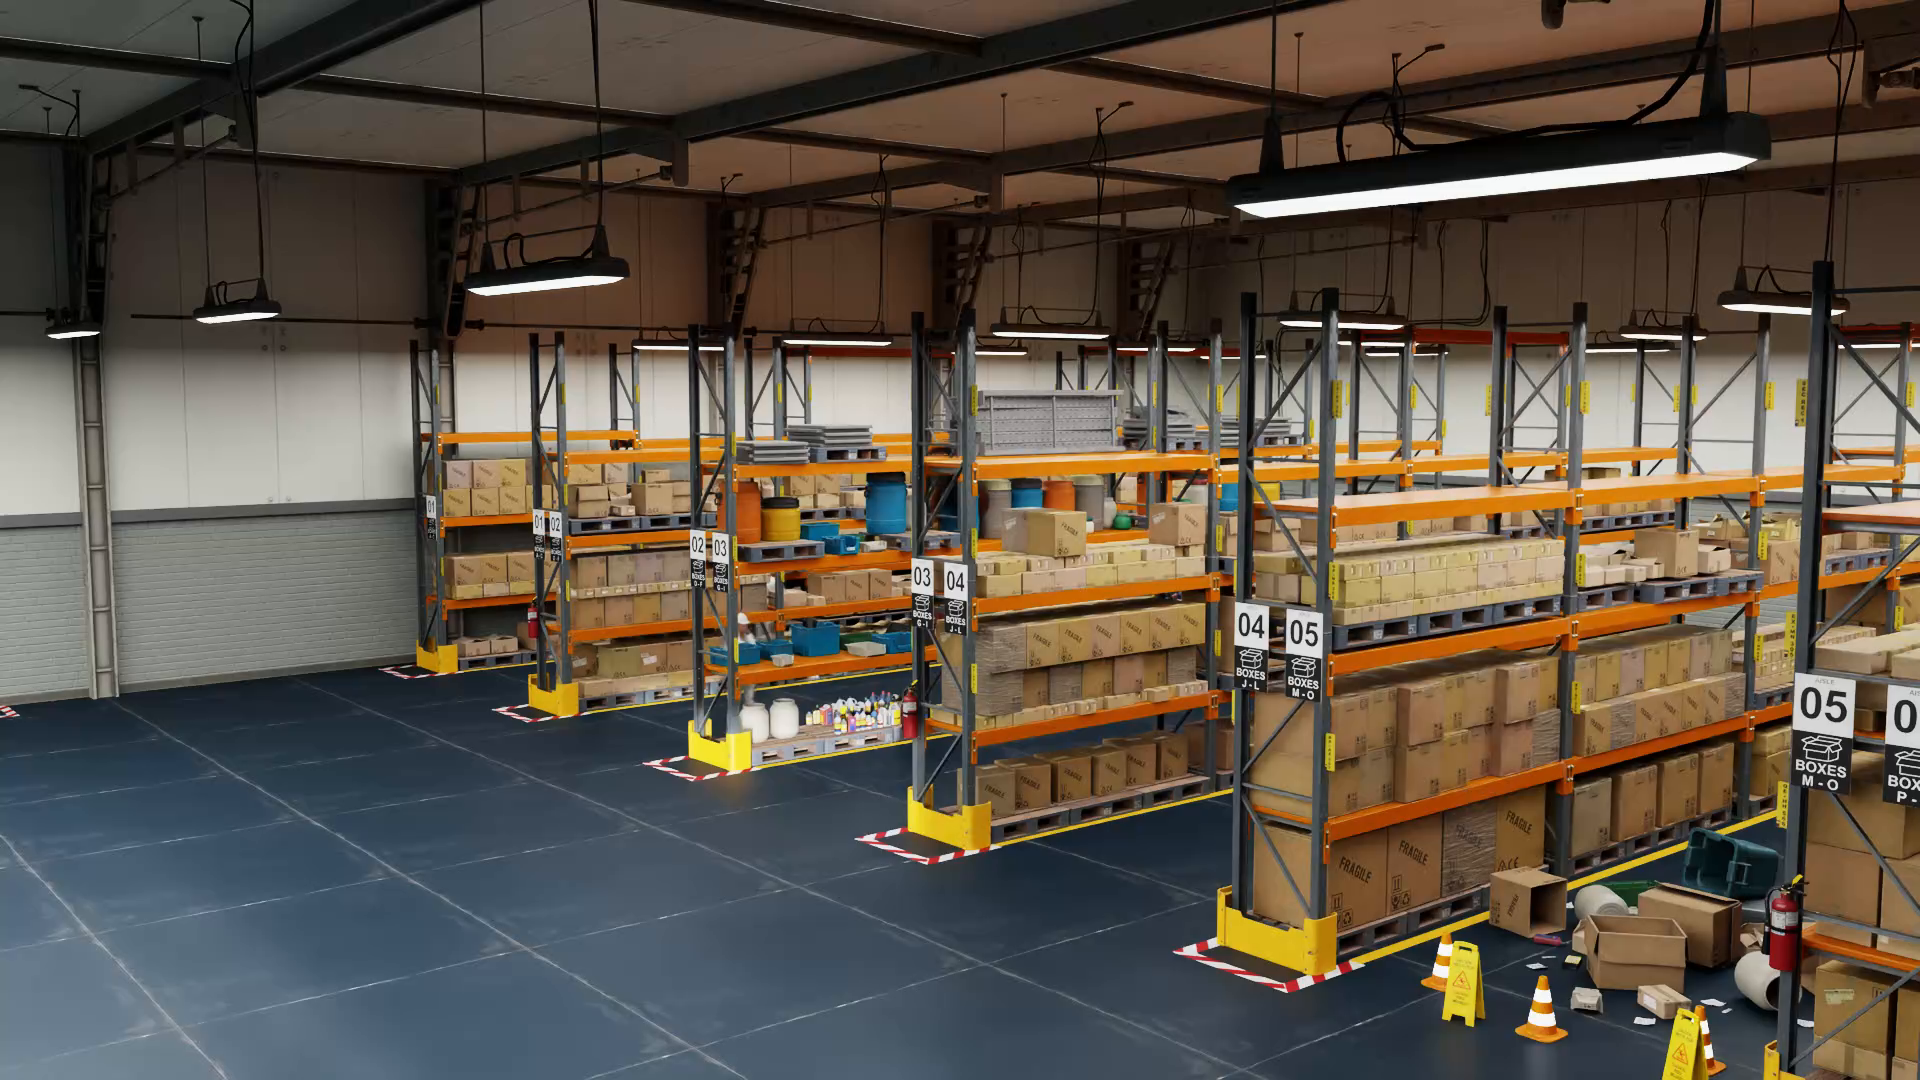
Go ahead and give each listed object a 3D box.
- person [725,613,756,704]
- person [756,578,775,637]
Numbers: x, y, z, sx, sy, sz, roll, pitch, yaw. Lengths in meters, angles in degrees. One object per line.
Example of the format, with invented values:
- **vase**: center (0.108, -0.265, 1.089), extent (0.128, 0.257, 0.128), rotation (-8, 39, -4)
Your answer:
- **person**: center (-3.264, 1.976, 24.873), extent (0.556, 1.788, 0.401), rotation (-3, 6, -32)
- **person**: center (-3.794, 1.405, 31.766), extent (0.599, 1.776, 0.529), rotation (2, 6, 20)
